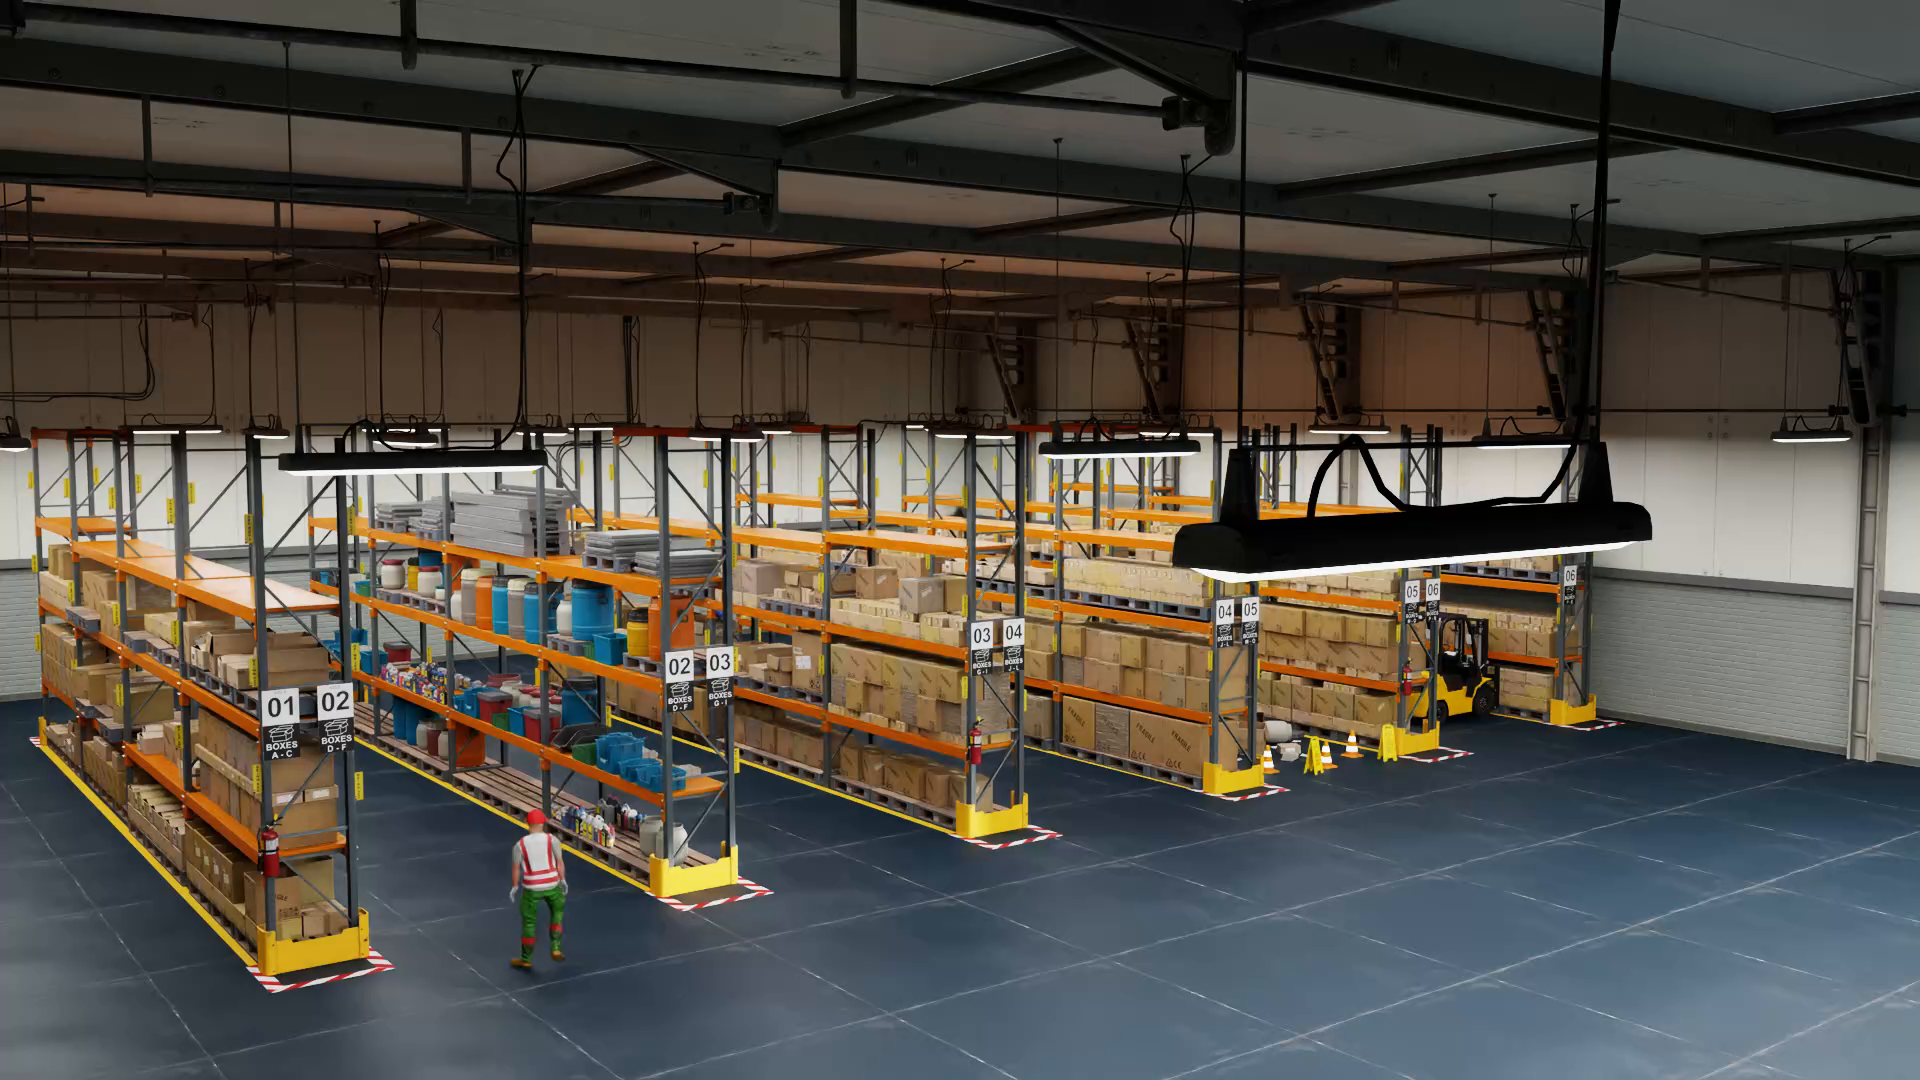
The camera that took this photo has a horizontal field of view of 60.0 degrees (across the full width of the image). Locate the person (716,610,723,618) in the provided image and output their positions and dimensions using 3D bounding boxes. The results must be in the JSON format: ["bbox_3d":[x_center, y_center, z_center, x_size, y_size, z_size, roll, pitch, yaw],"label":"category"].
[{"bbox_3d":[-6.024,2.247,41.593,0.392,1.658,0.529,3,6,37],"label":"person"}]

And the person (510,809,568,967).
[{"bbox_3d":[-4.763,3.946,18.847,0.635,1.789,0.450,-2,5,-22],"label":"person"}]
